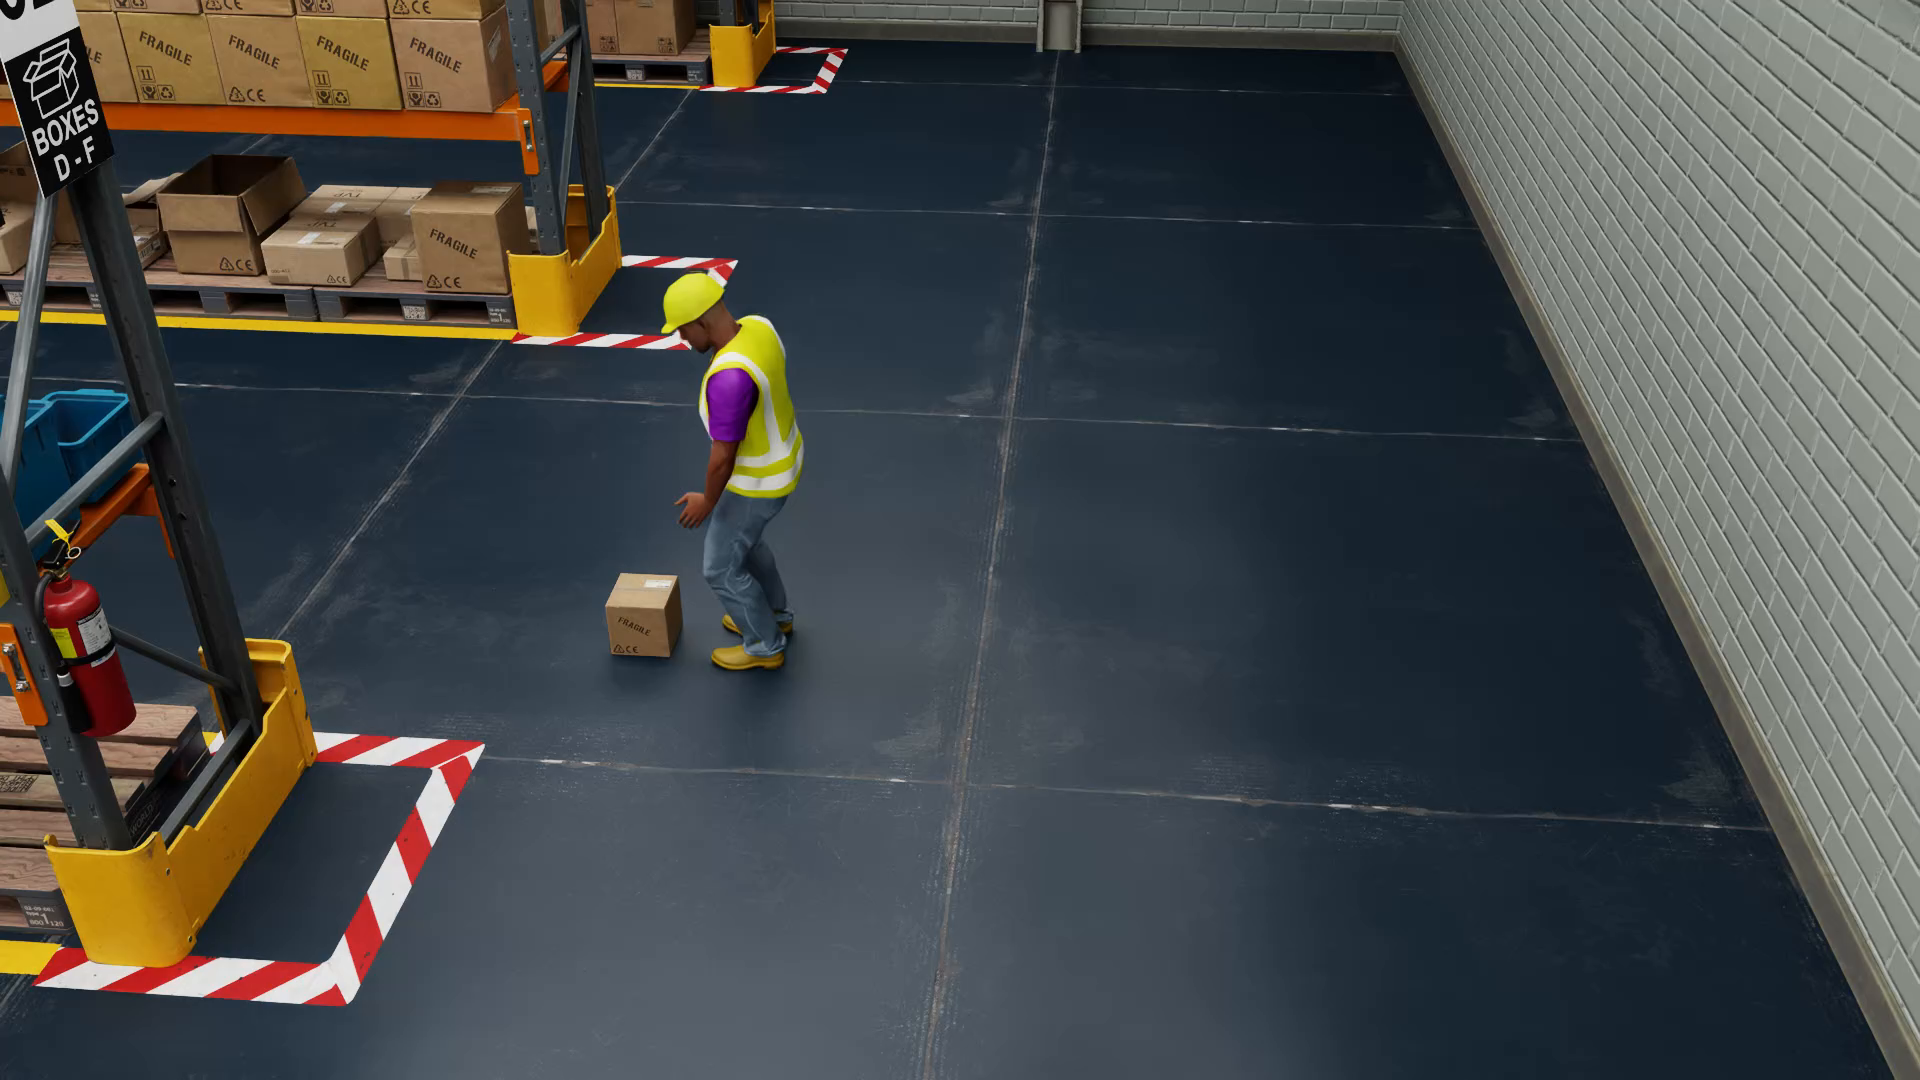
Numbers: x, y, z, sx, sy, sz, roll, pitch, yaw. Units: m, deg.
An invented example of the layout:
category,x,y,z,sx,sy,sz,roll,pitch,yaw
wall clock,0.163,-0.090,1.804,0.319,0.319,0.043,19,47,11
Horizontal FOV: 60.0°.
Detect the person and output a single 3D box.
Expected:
category,x,y,z,sx,sy,sz,roll,pitch,yaw
person,-0.879,-0.258,6.599,0.491,1.696,0.599,3,32,5
